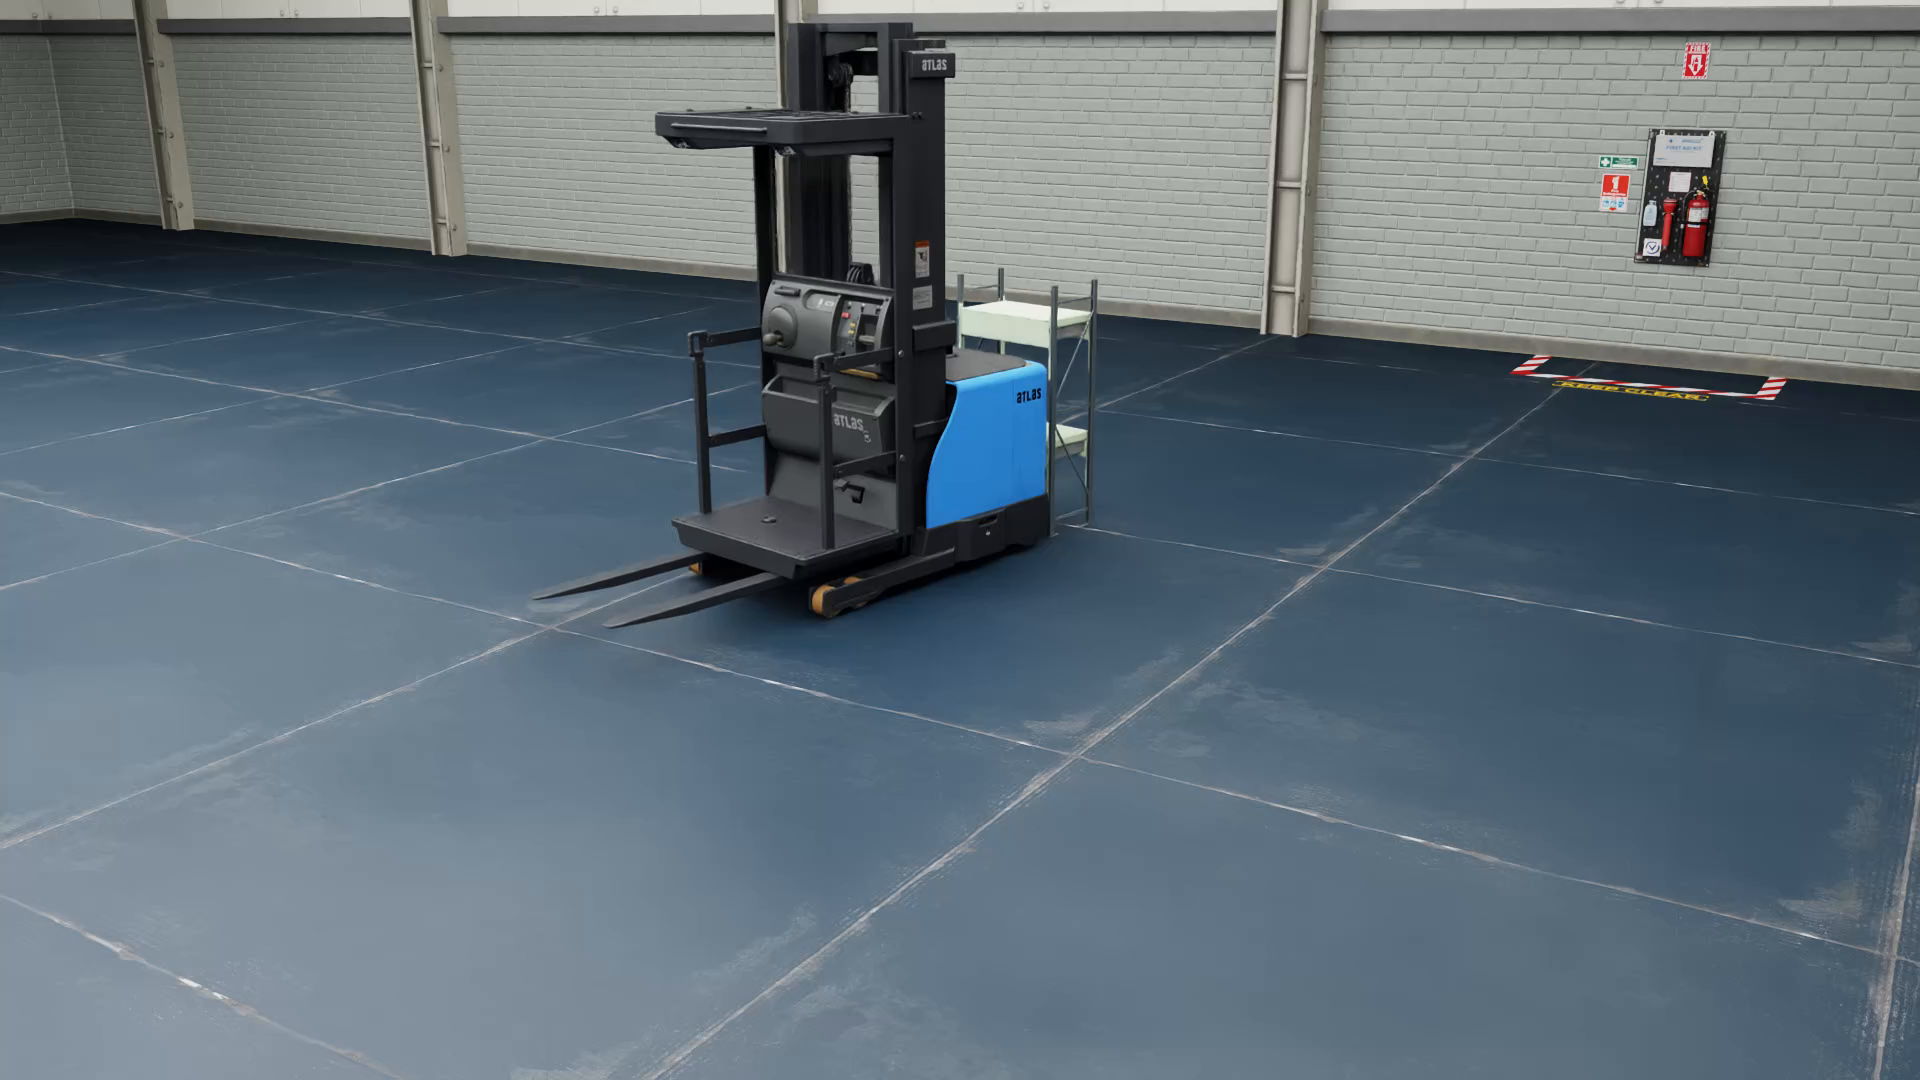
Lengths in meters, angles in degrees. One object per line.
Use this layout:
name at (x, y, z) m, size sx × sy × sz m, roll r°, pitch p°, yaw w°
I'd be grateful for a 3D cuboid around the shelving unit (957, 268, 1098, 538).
shelving unit at (0.396, -0.845, 10.082) m, size 0.755 × 1.500 × 0.431 m, roll 15°, pitch 22°, yaw 41°

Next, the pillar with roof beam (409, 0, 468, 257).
pillar with roof beam at (-9.219, -7.143, 17.915) m, size 0.400 × 9.000 × 9.100 m, roll 10°, pitch 20°, yaw 30°

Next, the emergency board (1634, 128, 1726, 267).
emergency board at (6.287, -2.986, 14.552) m, size 0.643 × 1.169 × 0.194 m, roll 10°, pitch 20°, yaw 30°

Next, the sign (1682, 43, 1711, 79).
sign at (6.332, -4.122, 14.300) m, size 0.199 × 0.298 × 0.001 m, roll 10°, pitch 20°, yaw 30°

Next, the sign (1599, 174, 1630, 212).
sign at (5.869, -3.113, 14.908) m, size 0.234 × 0.329 × 0.001 m, roll 10°, pitch 20°, yaw 30°

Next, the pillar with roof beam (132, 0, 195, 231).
pillar with roof beam at (-14.331, -8.056, 20.919) m, size 0.400 × 9.000 × 9.100 m, roll 10°, pitch 20°, yaw 30°

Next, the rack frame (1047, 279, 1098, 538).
rack frame at (0.664, -0.773, 9.844) m, size 0.023 × 1.500 × 0.400 m, roll 15°, pitch 22°, yaw 41°

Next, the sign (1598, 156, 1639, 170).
sign at (5.869, -3.364, 14.821) m, size 0.331 × 0.109 × 0.001 m, roll 10°, pitch 20°, yaw 30°

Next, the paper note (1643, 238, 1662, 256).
paper note at (6.172, -2.609, 14.825) m, size 0.142 × 0.148 × 0.016 m, roll 10°, pitch 20°, yaw 30°

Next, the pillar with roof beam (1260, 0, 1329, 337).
pillar with roof beam at (1.007, -5.318, 11.906) m, size 0.400 × 9.000 × 9.100 m, roll 10°, pitch 20°, yaw 30°

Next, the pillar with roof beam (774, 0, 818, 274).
pillar with roof beam at (-4.106, -6.231, 14.910) m, size 0.400 × 9.000 × 9.100 m, roll 10°, pitch 20°, yaw 30°

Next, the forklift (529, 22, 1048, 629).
forklift at (-0.855, -1.169, 8.686) m, size 1.130 × 2.935 × 3.031 m, roll 15°, pitch 22°, yaw 41°

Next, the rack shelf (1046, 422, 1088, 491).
rack shelf at (0.395, -0.533, 10.177) m, size 0.720 × 0.370 × 0.431 m, roll 15°, pitch 22°, yaw 41°

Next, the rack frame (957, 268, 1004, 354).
rack frame at (0.127, -0.917, 10.320) m, size 0.023 × 1.500 × 0.400 m, roll 15°, pitch 22°, yaw 41°

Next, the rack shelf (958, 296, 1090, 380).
rack shelf at (0.396, -1.219, 9.969) m, size 0.720 × 0.370 × 0.431 m, roll 15°, pitch 22°, yaw 41°
